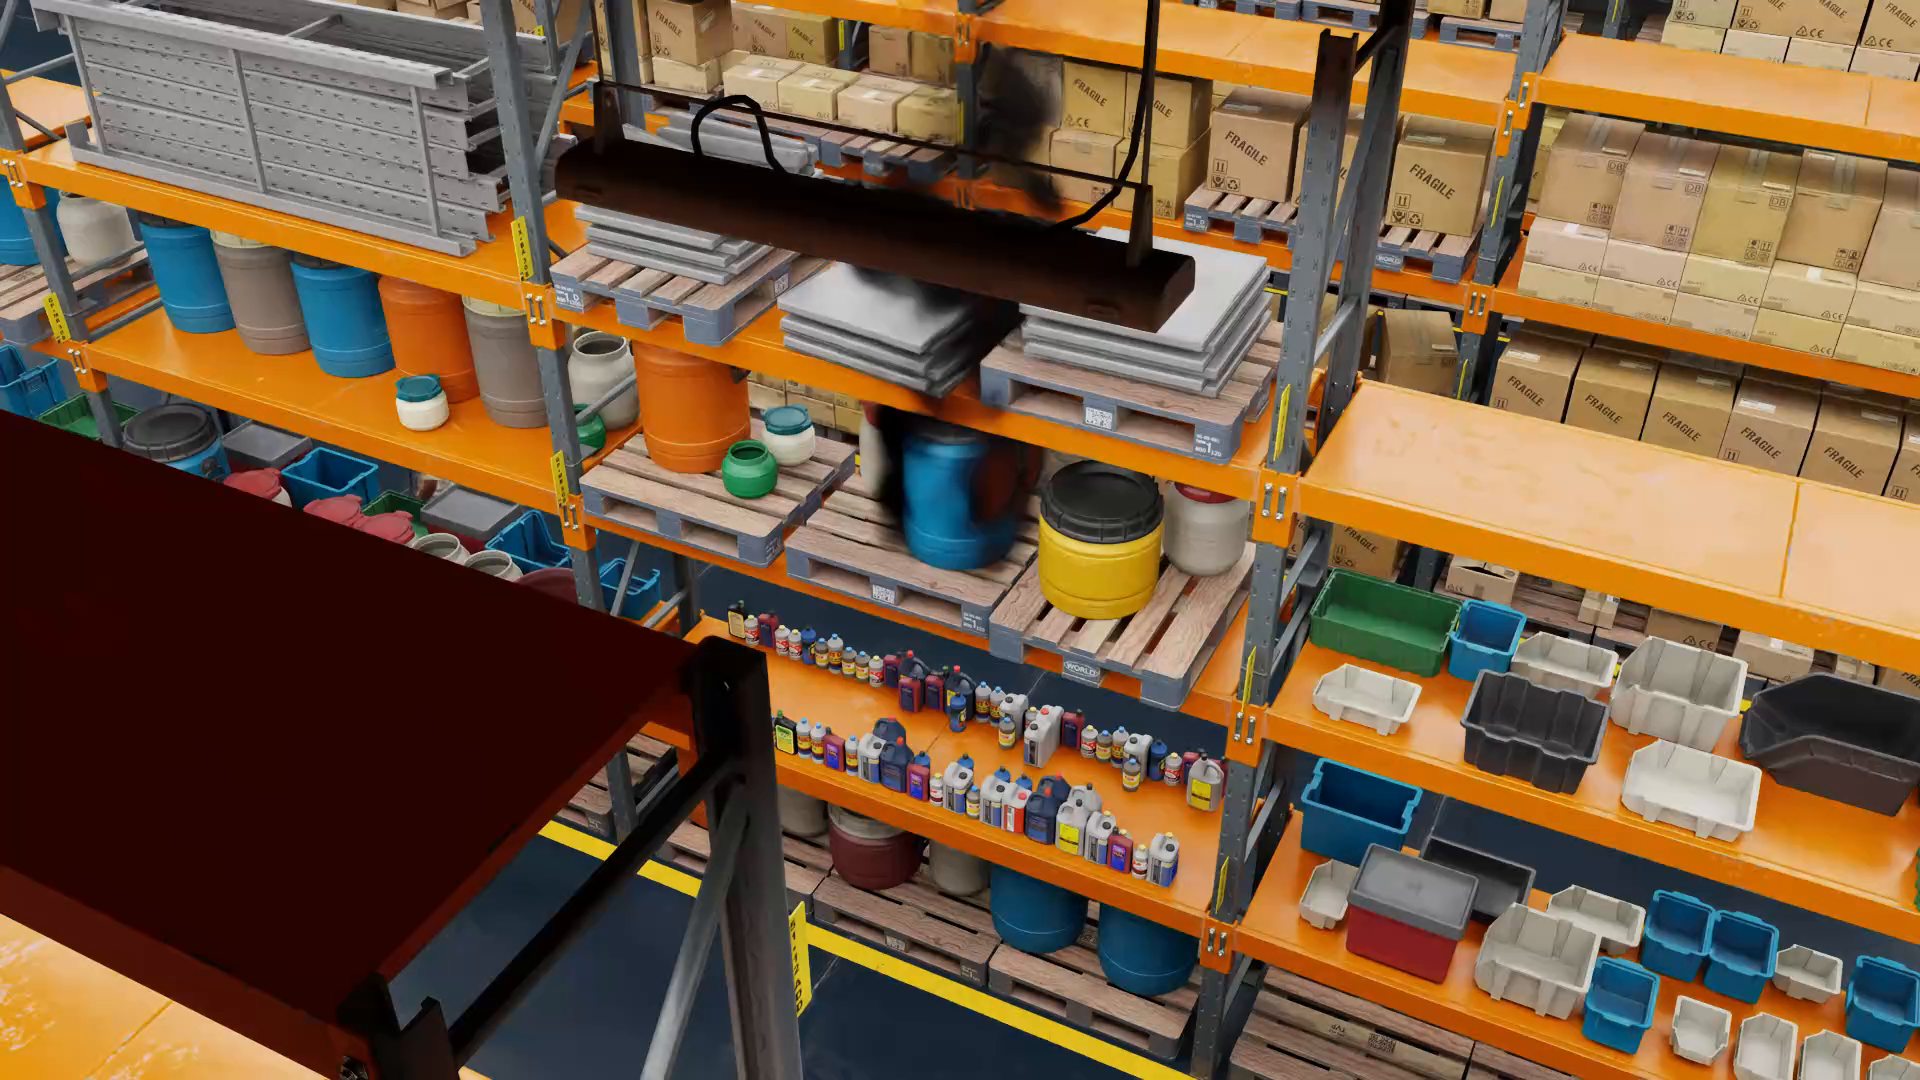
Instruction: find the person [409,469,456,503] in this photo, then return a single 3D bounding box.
[{"bbox_3d":[-3.889,-0.316,12.819,0.569,1.758,0.664,16,38,22],"label":"person"}]
